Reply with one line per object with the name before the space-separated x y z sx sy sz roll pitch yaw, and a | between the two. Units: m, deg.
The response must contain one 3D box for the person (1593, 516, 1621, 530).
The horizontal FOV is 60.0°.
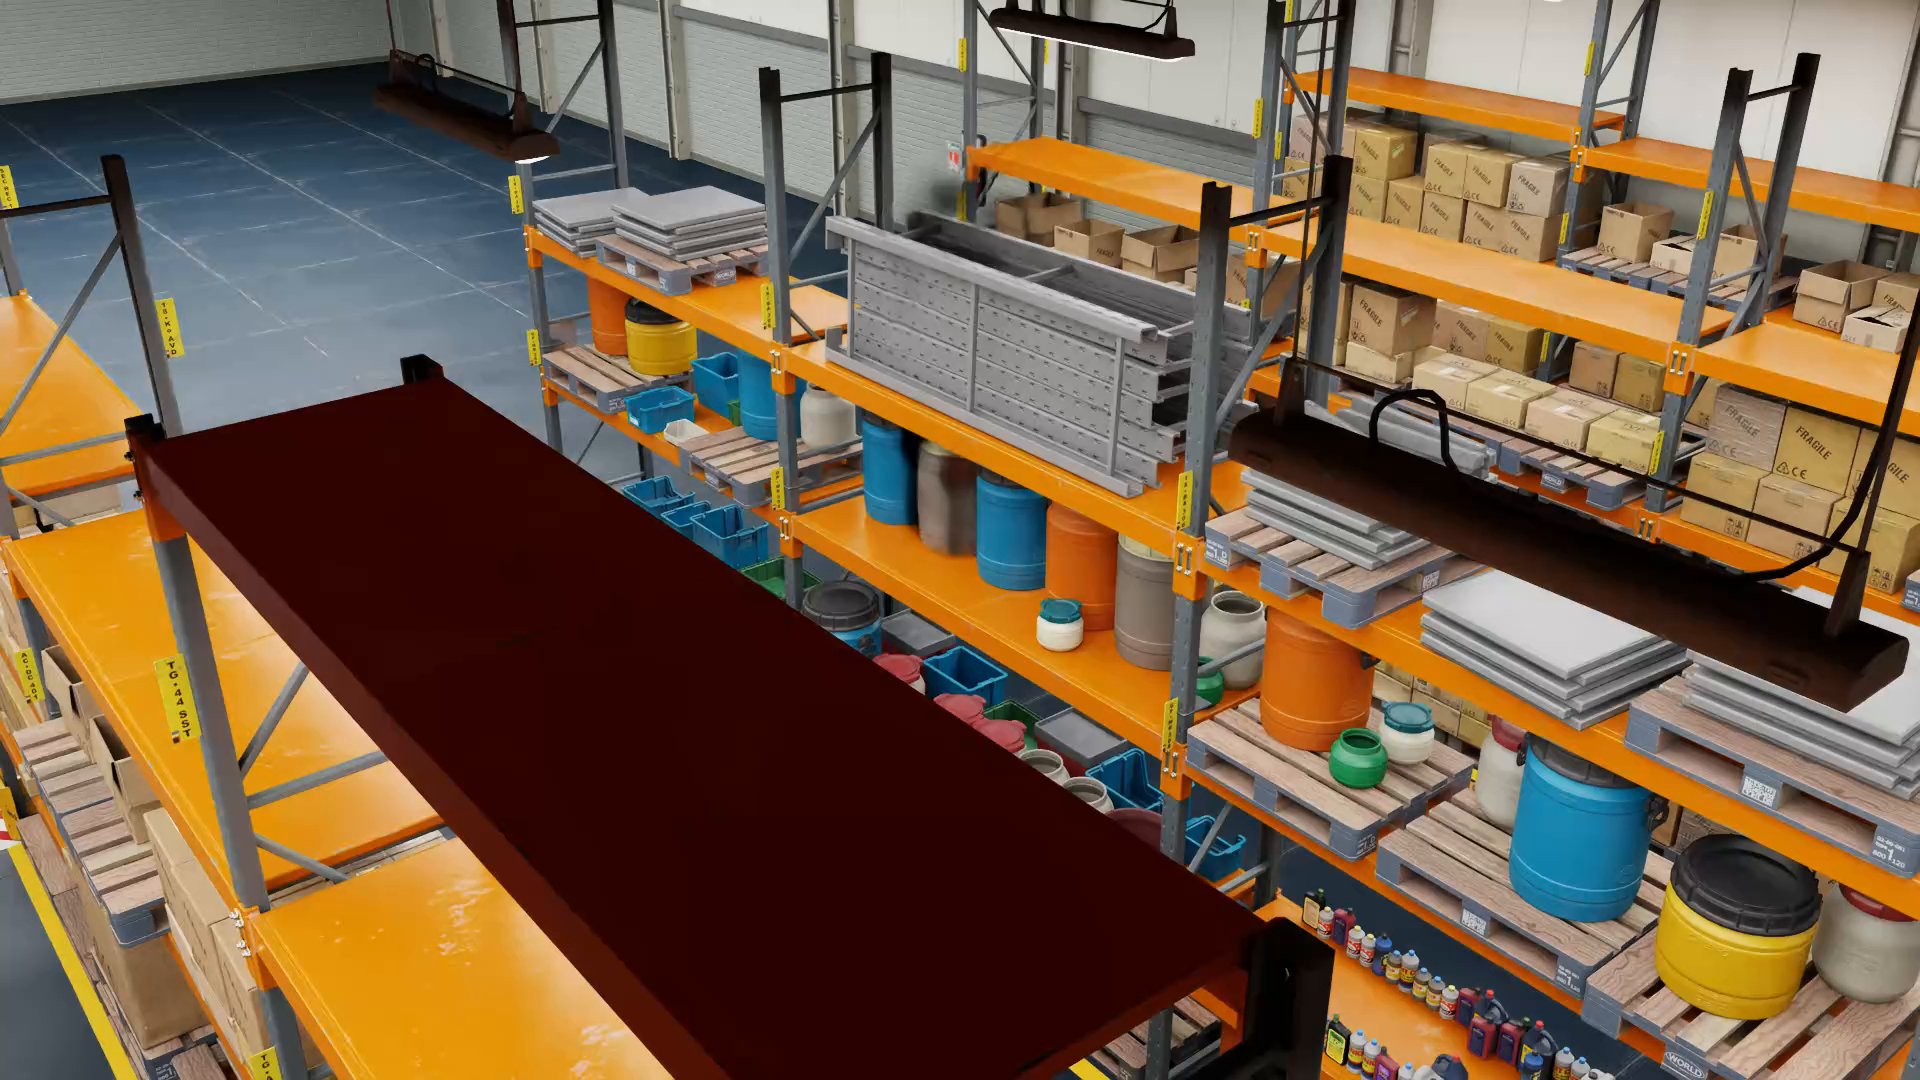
person | 5.857 0.504 15.274 0.656 1.738 0.819 -18 31 -32
